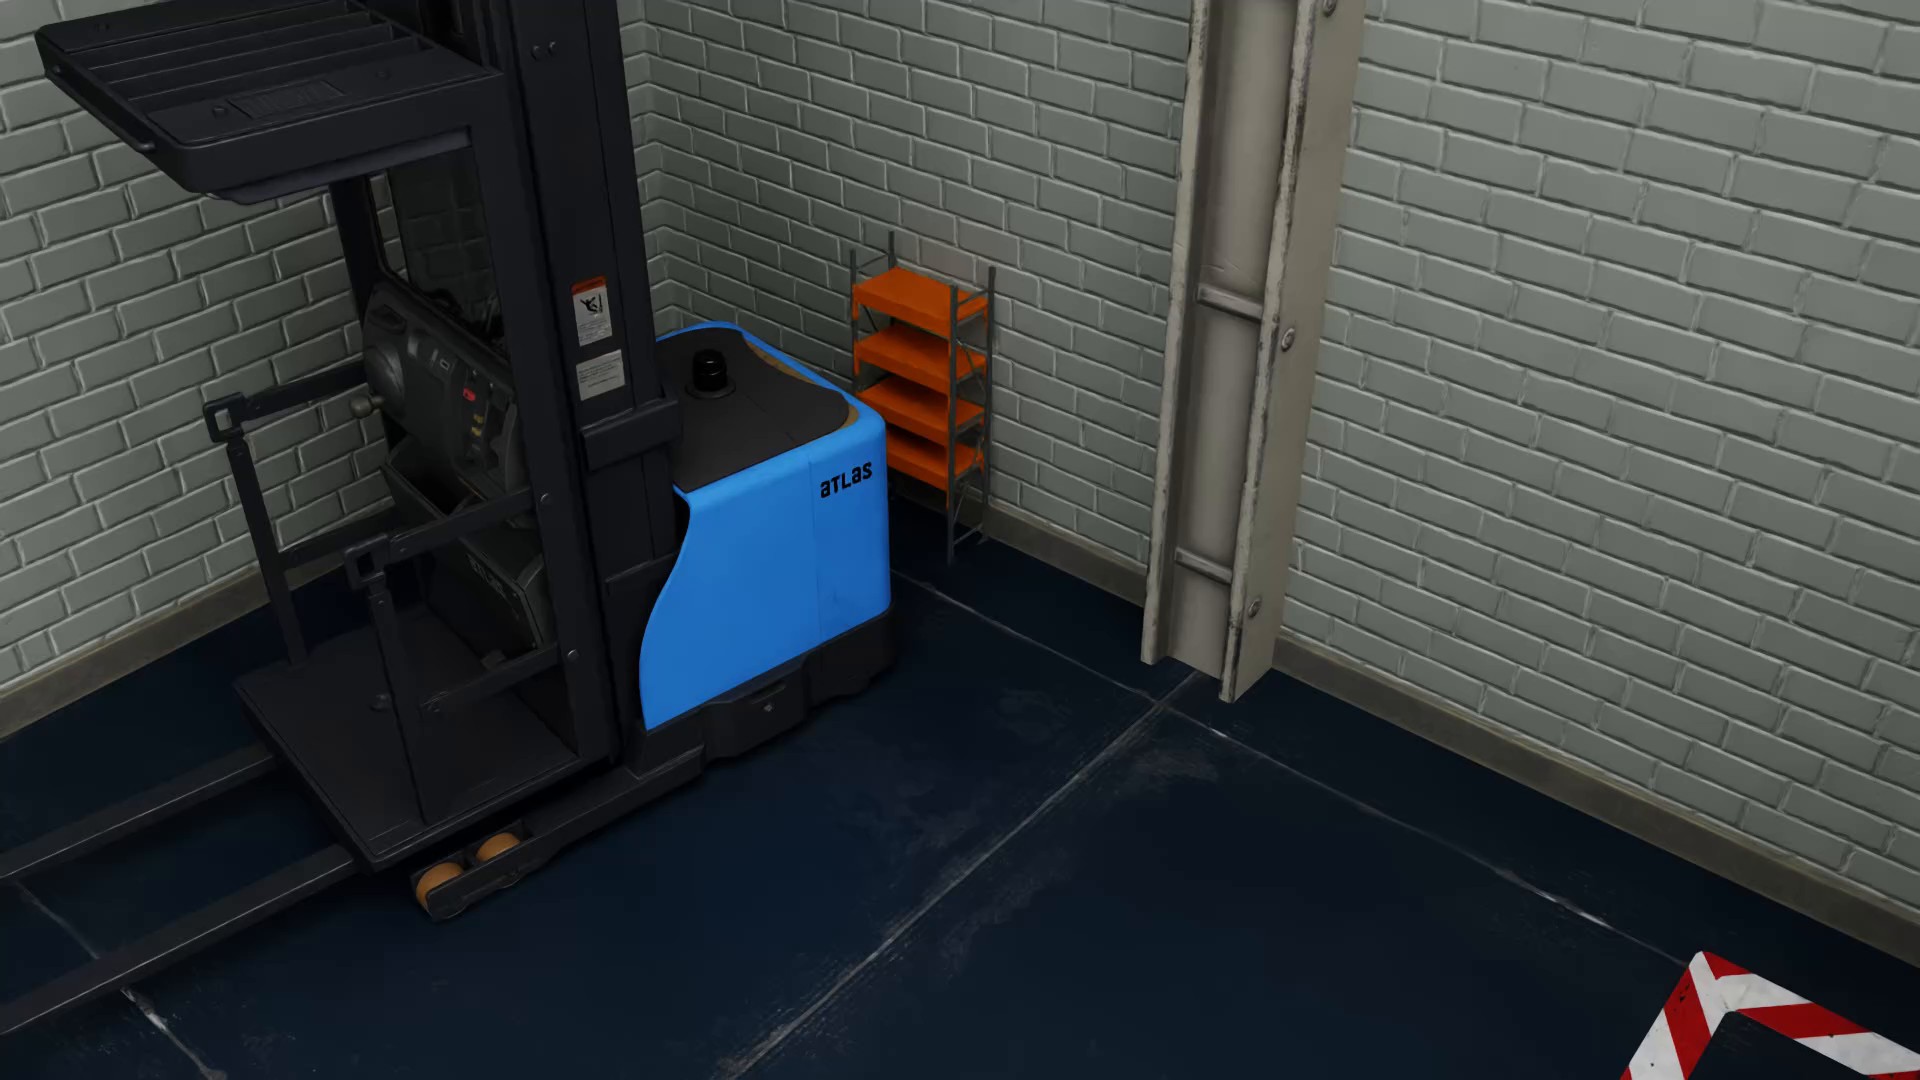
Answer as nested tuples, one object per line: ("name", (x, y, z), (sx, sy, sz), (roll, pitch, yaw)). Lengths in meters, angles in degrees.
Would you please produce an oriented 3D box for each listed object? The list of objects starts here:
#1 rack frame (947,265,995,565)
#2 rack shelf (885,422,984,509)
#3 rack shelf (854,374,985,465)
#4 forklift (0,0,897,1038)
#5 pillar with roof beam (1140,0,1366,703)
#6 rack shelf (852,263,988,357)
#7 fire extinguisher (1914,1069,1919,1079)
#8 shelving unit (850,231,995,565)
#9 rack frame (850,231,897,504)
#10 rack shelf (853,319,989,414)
("rack frame", (0.039, -0.453, 6.344), (0.015, 1.200, 0.240), (25, 40, 31))
("rack shelf", (-0.154, -0.319, 6.618), (0.480, 0.148, 0.258), (25, 40, 31))
("rack shelf", (-0.151, -0.485, 6.509), (0.480, 0.148, 0.258), (25, 40, 31))
("forklift", (-1.676, -0.393, 4.733), (3.031, 2.935, 1.130), (-26, 42, -32))
("pillar with roof beam", (-1.846, -1.393, 0.829), (0.400, 9.000, 9.100), (25, 42, 32))
("rack shelf", (-0.144, -0.869, 6.255), (0.480, 0.148, 0.258), (25, 40, 31))
("fire extinguisher", (1.995, 0.909, 3.174), (0.183, 0.674, 0.296), (25, 42, 32))
("shelving unit", (-0.150, -0.541, 6.472), (0.503, 1.200, 0.258), (25, 40, 31))
("rack frame", (-0.339, -0.628, 6.599), (0.015, 1.200, 0.240), (25, 40, 31))
("rack shelf", (-0.147, -0.671, 6.386), (0.480, 0.148, 0.258), (25, 40, 31))
